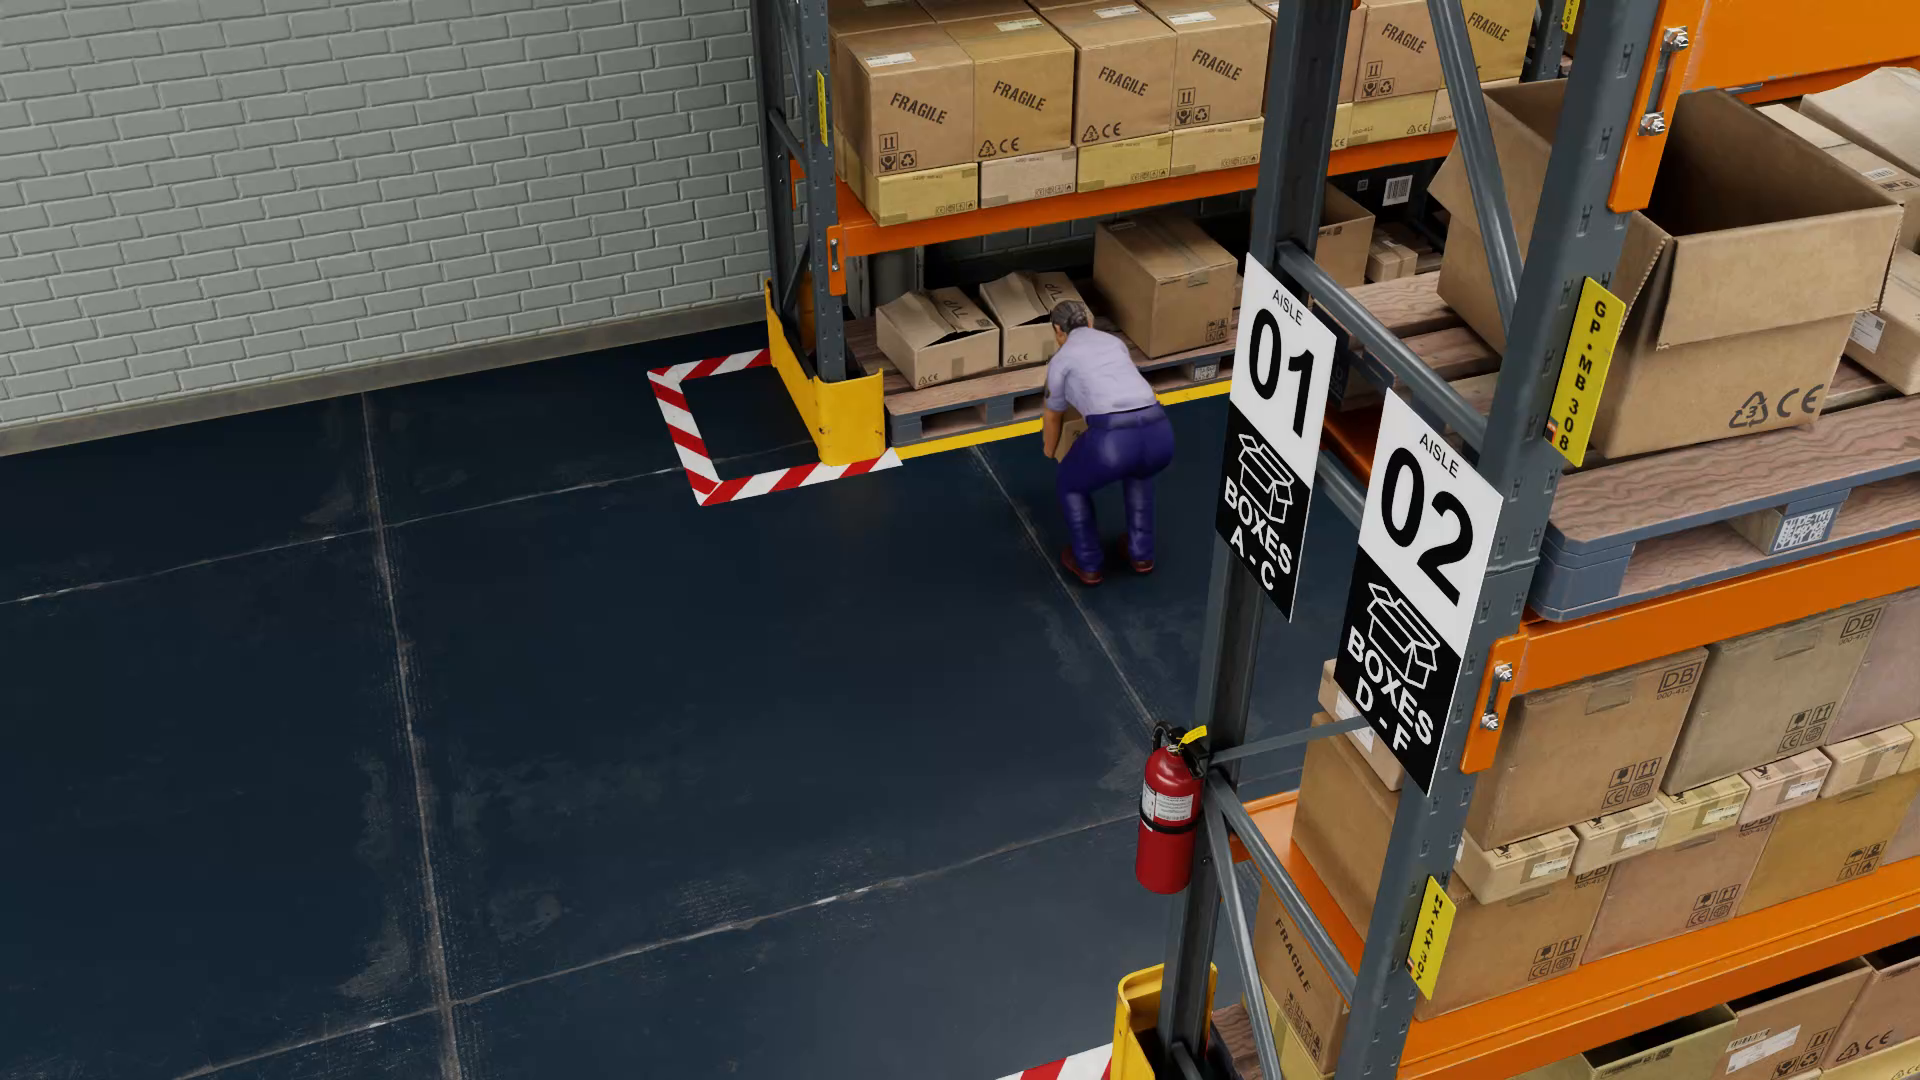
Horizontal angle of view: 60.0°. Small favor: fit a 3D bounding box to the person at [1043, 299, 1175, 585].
[{"bbox_3d":[0.649,-0.444,7.757,0.487,1.169,0.868,-14,40,-17],"label":"person"}]
